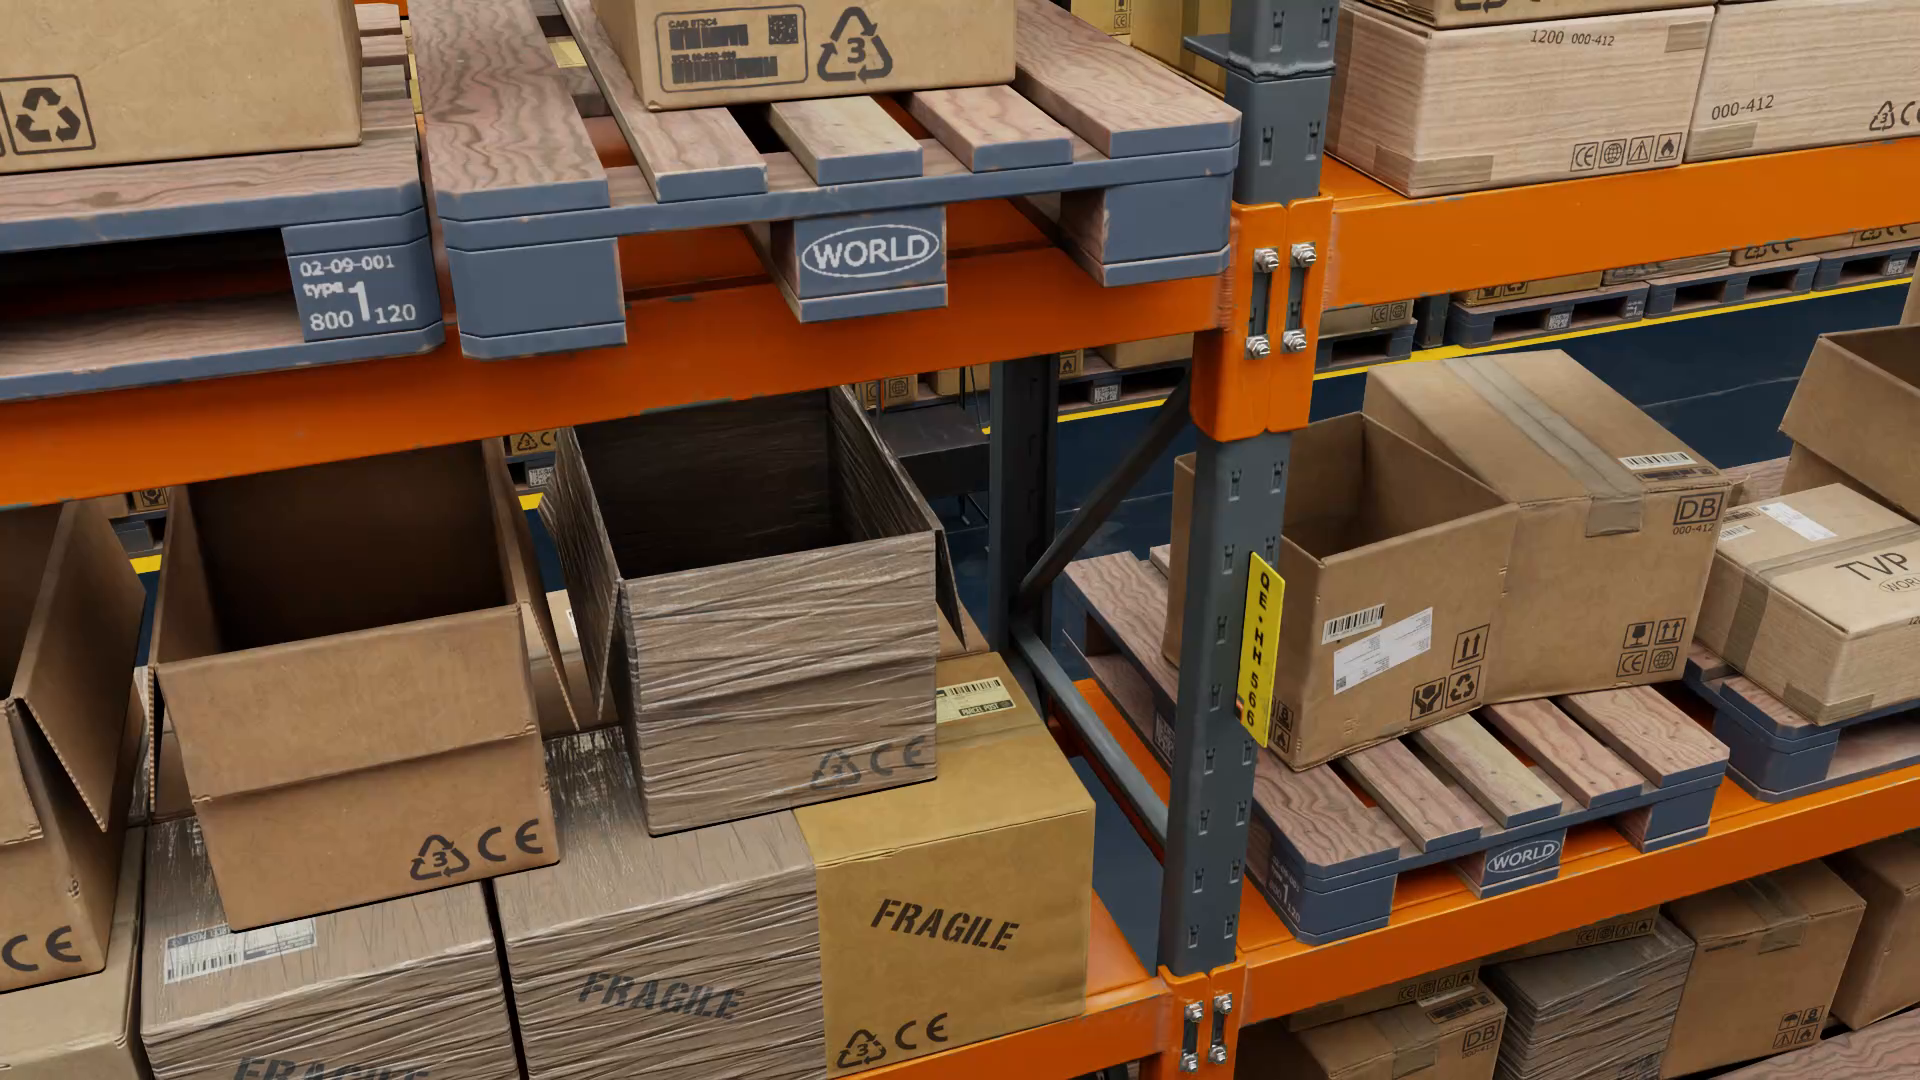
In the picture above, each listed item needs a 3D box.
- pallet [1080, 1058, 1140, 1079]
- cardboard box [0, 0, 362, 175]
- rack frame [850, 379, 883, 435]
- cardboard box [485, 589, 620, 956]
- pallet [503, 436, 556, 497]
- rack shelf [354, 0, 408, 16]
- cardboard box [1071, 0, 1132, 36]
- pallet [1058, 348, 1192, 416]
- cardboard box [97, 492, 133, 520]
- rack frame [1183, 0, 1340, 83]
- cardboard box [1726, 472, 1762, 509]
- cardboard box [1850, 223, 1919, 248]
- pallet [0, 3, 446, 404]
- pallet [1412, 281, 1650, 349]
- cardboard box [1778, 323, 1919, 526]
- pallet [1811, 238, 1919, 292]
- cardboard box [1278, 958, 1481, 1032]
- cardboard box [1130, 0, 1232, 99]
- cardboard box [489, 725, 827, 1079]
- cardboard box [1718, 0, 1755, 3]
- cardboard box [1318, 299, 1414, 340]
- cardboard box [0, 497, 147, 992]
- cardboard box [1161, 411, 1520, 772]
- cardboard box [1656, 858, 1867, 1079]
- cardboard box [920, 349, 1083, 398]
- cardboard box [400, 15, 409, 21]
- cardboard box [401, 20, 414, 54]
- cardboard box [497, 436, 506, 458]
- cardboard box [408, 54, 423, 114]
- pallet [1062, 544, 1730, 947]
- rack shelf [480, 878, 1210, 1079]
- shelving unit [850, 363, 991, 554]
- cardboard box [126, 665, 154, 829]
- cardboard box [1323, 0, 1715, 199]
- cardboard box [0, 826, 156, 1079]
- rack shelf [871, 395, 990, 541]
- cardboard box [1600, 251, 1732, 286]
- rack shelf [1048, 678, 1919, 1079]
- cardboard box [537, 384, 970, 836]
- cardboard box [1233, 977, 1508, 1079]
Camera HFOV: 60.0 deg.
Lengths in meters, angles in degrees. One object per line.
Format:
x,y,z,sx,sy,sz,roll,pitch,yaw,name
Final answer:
1.027,1.507,4.392,1.213,0.211,1.003,-10,31,-18,pallet
-1.031,-0.771,2.018,0.500,0.500,0.500,-9,31,-15,cardboard box
-0.384,-0.842,6.606,0.015,2.100,0.400,-10,31,-18,rack frame
-0.739,0.434,3.357,0.500,0.500,0.500,-11,32,-19,cardboard box
-2.074,-0.543,7.990,1.213,0.211,1.003,-10,31,-18,pallet
-5.036,-3.511,11.108,4.000,0.370,1.077,-10,31,-18,rack shelf
0.516,-2.706,7.858,0.500,0.500,0.700,-11,31,-18,cardboard box
0.566,-0.987,8.770,1.213,0.211,1.003,-10,31,-18,pallet
-3.810,-0.392,7.008,0.500,0.500,0.500,-9,31,-15,cardboard box
0.294,-2.177,1.981,0.127,3.000,1.000,-10,31,-18,rack frame
1.763,-0.108,4.120,0.258,0.266,0.396,-11,32,-19,cardboard box
5.544,-2.382,10.122,0.875,0.875,0.875,-10,31,-17,cardboard box
-1.338,-0.462,2.191,1.213,0.211,1.003,-9,31,-15,pallet
3.148,-1.463,9.605,1.213,0.211,1.003,-10,31,-18,pallet
2.450,-0.146,3.948,0.637,0.503,0.797,-7,30,-13,cardboard box
5.435,-1.884,10.344,1.213,0.211,1.003,-10,31,-18,pallet
0.911,0.869,4.018,0.500,0.250,0.500,-9,31,-16,cardboard box
0.654,-1.005,3.104,0.500,0.250,0.500,-10,31,-18,cardboard box
-0.552,0.670,2.944,0.500,0.500,0.500,-11,31,-18,cardboard box
1.301,-1.182,2.659,0.500,0.500,0.500,-10,31,-17,cardboard box
1.858,-1.636,8.939,0.750,0.750,1.050,-11,31,-18,cardboard box
-1.635,0.299,2.581,0.637,0.503,0.797,-9,31,-16,cardboard box
0.786,0.092,3.534,0.500,0.500,0.500,-14,33,-24,cardboard box
1.959,0.997,4.551,0.500,0.500,0.700,-8,31,-13,cardboard box
0.079,-1.310,8.368,0.750,0.750,1.050,-10,31,-17,cardboard box
-3.838,-3.347,11.817,0.875,0.875,0.875,-11,31,-18,cardboard box
-2.324,-2.143,7.210,0.250,0.149,0.380,-11,31,-18,cardboard box
-2.354,-0.663,7.484,0.500,0.500,0.500,-9,31,-16,cardboard box
-2.122,-1.836,6.671,0.250,0.149,0.380,-9,31,-16,cardboard box
0.925,0.340,3.816,1.003,0.211,1.213,-10,31,-18,pallet
-1.581,1.087,3.038,4.000,0.370,1.077,-10,31,-18,rack shelf
-0.155,-0.884,6.680,0.503,2.100,0.431,-10,31,-18,shelving unit
-1.687,0.609,3.050,0.500,0.500,0.500,-10,31,-17,cardboard box
0.823,-0.772,2.696,0.500,0.250,0.500,-10,31,-17,cardboard box
-1.514,0.848,2.630,0.500,0.500,0.500,-10,31,-17,cardboard box
-0.155,-0.264,7.033,0.480,0.518,0.431,-10,31,-18,rack shelf
3.865,-2.072,9.579,0.875,0.875,0.875,-10,31,-17,cardboard box
2.168,0.397,4.250,4.000,0.370,1.077,-10,31,-18,rack shelf
-0.397,0.069,2.985,0.637,0.503,0.797,-9,31,-16,cardboard box
0.915,1.199,4.195,0.500,0.500,0.700,-12,32,-20,cardboard box
